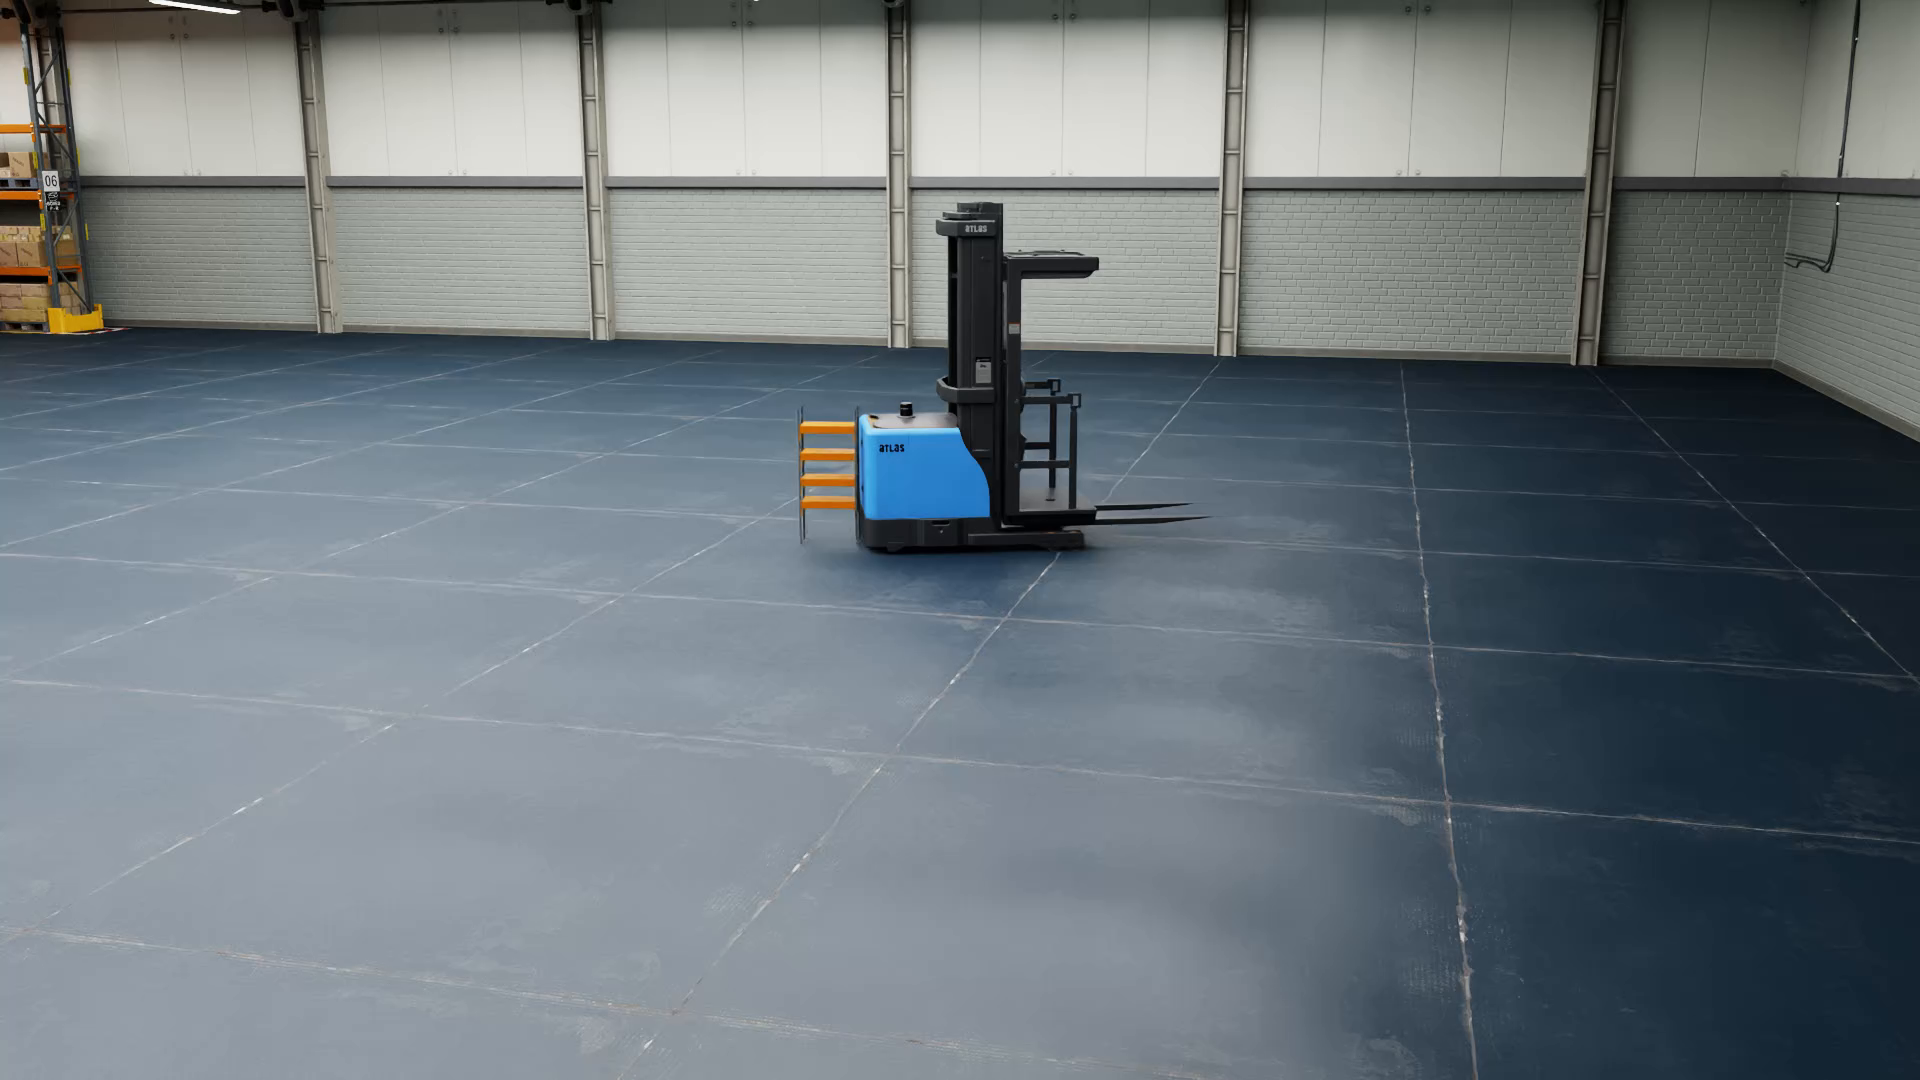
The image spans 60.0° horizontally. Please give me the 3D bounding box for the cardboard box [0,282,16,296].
[{"bbox_3d":[-19.635,-5.121,33.961,0.500,0.250,0.500,3,13,14],"label":"cardboard box"}]

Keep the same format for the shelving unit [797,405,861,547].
[{"bbox_3d":[-1.137,-0.557,14.472,0.503,1.200,0.258,1,13,2],"label":"shelving unit"}]

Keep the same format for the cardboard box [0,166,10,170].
[{"bbox_3d":[-19.247,-7.408,33.381,0.258,0.266,0.396,3,13,14],"label":"cardboard box"}]

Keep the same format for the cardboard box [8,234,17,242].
[{"bbox_3d":[-19.020,-6.121,33.667,0.250,0.149,0.380,3,13,15],"label":"cardboard box"}]

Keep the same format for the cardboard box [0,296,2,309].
[{"bbox_3d":[-19.662,-4.880,34.026,0.500,0.250,0.500,3,13,12],"label":"cardboard box"}]

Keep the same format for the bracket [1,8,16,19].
[{"bbox_3d":[-19.072,-10.621,33.520,0.430,0.232,0.235,3,13,14],"label":"bracket"}]

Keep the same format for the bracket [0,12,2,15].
[{"bbox_3d":[-21.573,-10.755,34.123,4.783,0.066,0.076,3,13,14],"label":"bracket"}]

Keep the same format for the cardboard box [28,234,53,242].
[{"bbox_3d":[-18.527,-6.087,33.517,0.250,0.149,0.380,3,13,14],"label":"cardboard box"}]

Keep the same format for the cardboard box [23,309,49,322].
[{"bbox_3d":[-18.656,-4.583,33.845,0.500,0.250,0.500,3,13,14],"label":"cardboard box"}]

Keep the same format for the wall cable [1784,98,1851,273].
[{"bbox_3d":[13.086,-5.413,25.526,0.112,2.526,3.097,3,13,14],"label":"wall cable"}]

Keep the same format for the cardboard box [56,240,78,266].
[{"bbox_3d":[-18.538,-5.896,34.151,0.500,0.500,0.500,3,13,15],"label":"cardboard box"}]

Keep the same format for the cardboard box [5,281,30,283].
[{"bbox_3d":[-19.514,-5.232,34.459,0.500,0.250,0.500,3,13,13],"label":"cardboard box"}]

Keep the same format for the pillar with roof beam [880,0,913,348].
[{"bbox_3d":[-2.140,-7.078,25.859,0.548,9.000,9.100,3,13,14],"label":"pillar with roof beam"}]

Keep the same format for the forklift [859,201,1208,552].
[{"bbox_3d":[0.643,-1.448,14.492,3.031,2.935,1.130,-2,13,-7],"label":"forklift"}]

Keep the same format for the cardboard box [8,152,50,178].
[{"bbox_3d":[-18.612,-7.501,33.263,0.500,0.500,0.500,3,13,15],"label":"cardboard box"}]

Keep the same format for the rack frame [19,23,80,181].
[{"bbox_3d":[-18.124,-8.691,33.132,0.127,3.000,1.000,3,13,14],"label":"rack frame"}]

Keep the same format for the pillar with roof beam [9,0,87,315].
[{"bbox_3d":[-19.615,-8.012,30.069,0.548,9.000,9.100,3,13,14],"label":"pillar with roof beam"}]

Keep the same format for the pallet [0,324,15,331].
[{"bbox_3d":[-20.057,-4.496,34.511,1.213,0.211,1.003,3,13,14],"label":"pallet"}]

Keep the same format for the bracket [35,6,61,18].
[{"bbox_3d":[-18.266,-10.578,33.326,0.430,0.232,0.235,3,13,14],"label":"bracket"}]

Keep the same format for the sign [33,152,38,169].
[{"bbox_3d":[-18.267,-7.507,32.859,0.005,0.325,0.100,3,13,14],"label":"sign"}]

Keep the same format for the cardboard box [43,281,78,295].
[{"bbox_3d":[-18.545,-5.178,34.218,0.500,0.250,0.500,3,13,13],"label":"cardboard box"}]

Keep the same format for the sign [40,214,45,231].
[{"bbox_3d":[-18.267,-6.330,33.120,0.005,0.325,0.100,3,13,14],"label":"sign"}]

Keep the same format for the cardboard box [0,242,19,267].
[{"bbox_3d":[-19.166,-5.811,33.768,0.500,0.500,0.500,3,13,15],"label":"cardboard box"}]

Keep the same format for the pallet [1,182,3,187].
[{"bbox_3d":[-19.992,-7.289,33.940,1.213,0.211,1.003,3,13,14],"label":"pallet"}]

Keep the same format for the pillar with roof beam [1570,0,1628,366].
[{"bbox_3d":[9.511,-6.455,23.052,0.400,9.000,9.100,3,13,14],"label":"pillar with roof beam"}]

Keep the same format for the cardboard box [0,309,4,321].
[{"bbox_3d":[-19.620,-4.639,34.096,0.500,0.250,0.500,3,13,14],"label":"cardboard box"}]

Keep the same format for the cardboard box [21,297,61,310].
[{"bbox_3d":[-18.671,-4.829,33.798,0.500,0.250,0.500,3,13,13],"label":"cardboard box"}]

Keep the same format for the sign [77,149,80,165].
[{"bbox_3d":[-17.985,-7.809,33.879,0.005,0.325,0.100,3,13,14],"label":"sign"}]

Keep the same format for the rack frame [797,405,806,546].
[{"bbox_3d":[-1.380,-0.559,14.482,0.015,1.200,0.240,1,13,2],"label":"rack frame"}]

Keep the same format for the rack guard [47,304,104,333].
[{"bbox_3d":[-18.100,-4.541,34.047,0.348,0.500,1.175,3,13,14],"label":"rack guard"}]

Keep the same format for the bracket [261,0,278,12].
[{"bbox_3d":[-13.247,-10.310,32.117,0.430,0.232,0.235,3,13,14],"label":"bracket"}]

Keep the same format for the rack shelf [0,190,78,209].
[{"bbox_3d":[-20.066,-6.980,34.003,4.000,0.370,1.077,3,13,14],"label":"rack shelf"}]

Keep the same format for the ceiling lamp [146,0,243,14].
[{"bbox_3d":[-12.464,-10.380,27.267,0.800,3.185,2.000,3,13,14],"label":"ceiling lamp"}]

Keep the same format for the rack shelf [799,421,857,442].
[{"bbox_3d":[-1.137,-0.940,14.387,0.480,0.148,0.258,1,13,2],"label":"rack shelf"}]

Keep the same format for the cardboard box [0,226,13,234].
[{"bbox_3d":[-19.253,-6.290,33.745,0.250,0.149,0.380,3,13,14],"label":"cardboard box"}]

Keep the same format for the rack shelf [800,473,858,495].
[{"bbox_3d":[-1.137,-0.491,14.487,0.480,0.148,0.258,1,13,2],"label":"rack shelf"}]

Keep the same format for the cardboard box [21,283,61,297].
[{"bbox_3d":[-18.646,-5.072,33.738,0.500,0.250,0.500,4,13,15],"label":"cardboard box"}]

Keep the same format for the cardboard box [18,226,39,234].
[{"bbox_3d":[-18.769,-6.254,33.581,0.250,0.149,0.380,3,13,14],"label":"cardboard box"}]
